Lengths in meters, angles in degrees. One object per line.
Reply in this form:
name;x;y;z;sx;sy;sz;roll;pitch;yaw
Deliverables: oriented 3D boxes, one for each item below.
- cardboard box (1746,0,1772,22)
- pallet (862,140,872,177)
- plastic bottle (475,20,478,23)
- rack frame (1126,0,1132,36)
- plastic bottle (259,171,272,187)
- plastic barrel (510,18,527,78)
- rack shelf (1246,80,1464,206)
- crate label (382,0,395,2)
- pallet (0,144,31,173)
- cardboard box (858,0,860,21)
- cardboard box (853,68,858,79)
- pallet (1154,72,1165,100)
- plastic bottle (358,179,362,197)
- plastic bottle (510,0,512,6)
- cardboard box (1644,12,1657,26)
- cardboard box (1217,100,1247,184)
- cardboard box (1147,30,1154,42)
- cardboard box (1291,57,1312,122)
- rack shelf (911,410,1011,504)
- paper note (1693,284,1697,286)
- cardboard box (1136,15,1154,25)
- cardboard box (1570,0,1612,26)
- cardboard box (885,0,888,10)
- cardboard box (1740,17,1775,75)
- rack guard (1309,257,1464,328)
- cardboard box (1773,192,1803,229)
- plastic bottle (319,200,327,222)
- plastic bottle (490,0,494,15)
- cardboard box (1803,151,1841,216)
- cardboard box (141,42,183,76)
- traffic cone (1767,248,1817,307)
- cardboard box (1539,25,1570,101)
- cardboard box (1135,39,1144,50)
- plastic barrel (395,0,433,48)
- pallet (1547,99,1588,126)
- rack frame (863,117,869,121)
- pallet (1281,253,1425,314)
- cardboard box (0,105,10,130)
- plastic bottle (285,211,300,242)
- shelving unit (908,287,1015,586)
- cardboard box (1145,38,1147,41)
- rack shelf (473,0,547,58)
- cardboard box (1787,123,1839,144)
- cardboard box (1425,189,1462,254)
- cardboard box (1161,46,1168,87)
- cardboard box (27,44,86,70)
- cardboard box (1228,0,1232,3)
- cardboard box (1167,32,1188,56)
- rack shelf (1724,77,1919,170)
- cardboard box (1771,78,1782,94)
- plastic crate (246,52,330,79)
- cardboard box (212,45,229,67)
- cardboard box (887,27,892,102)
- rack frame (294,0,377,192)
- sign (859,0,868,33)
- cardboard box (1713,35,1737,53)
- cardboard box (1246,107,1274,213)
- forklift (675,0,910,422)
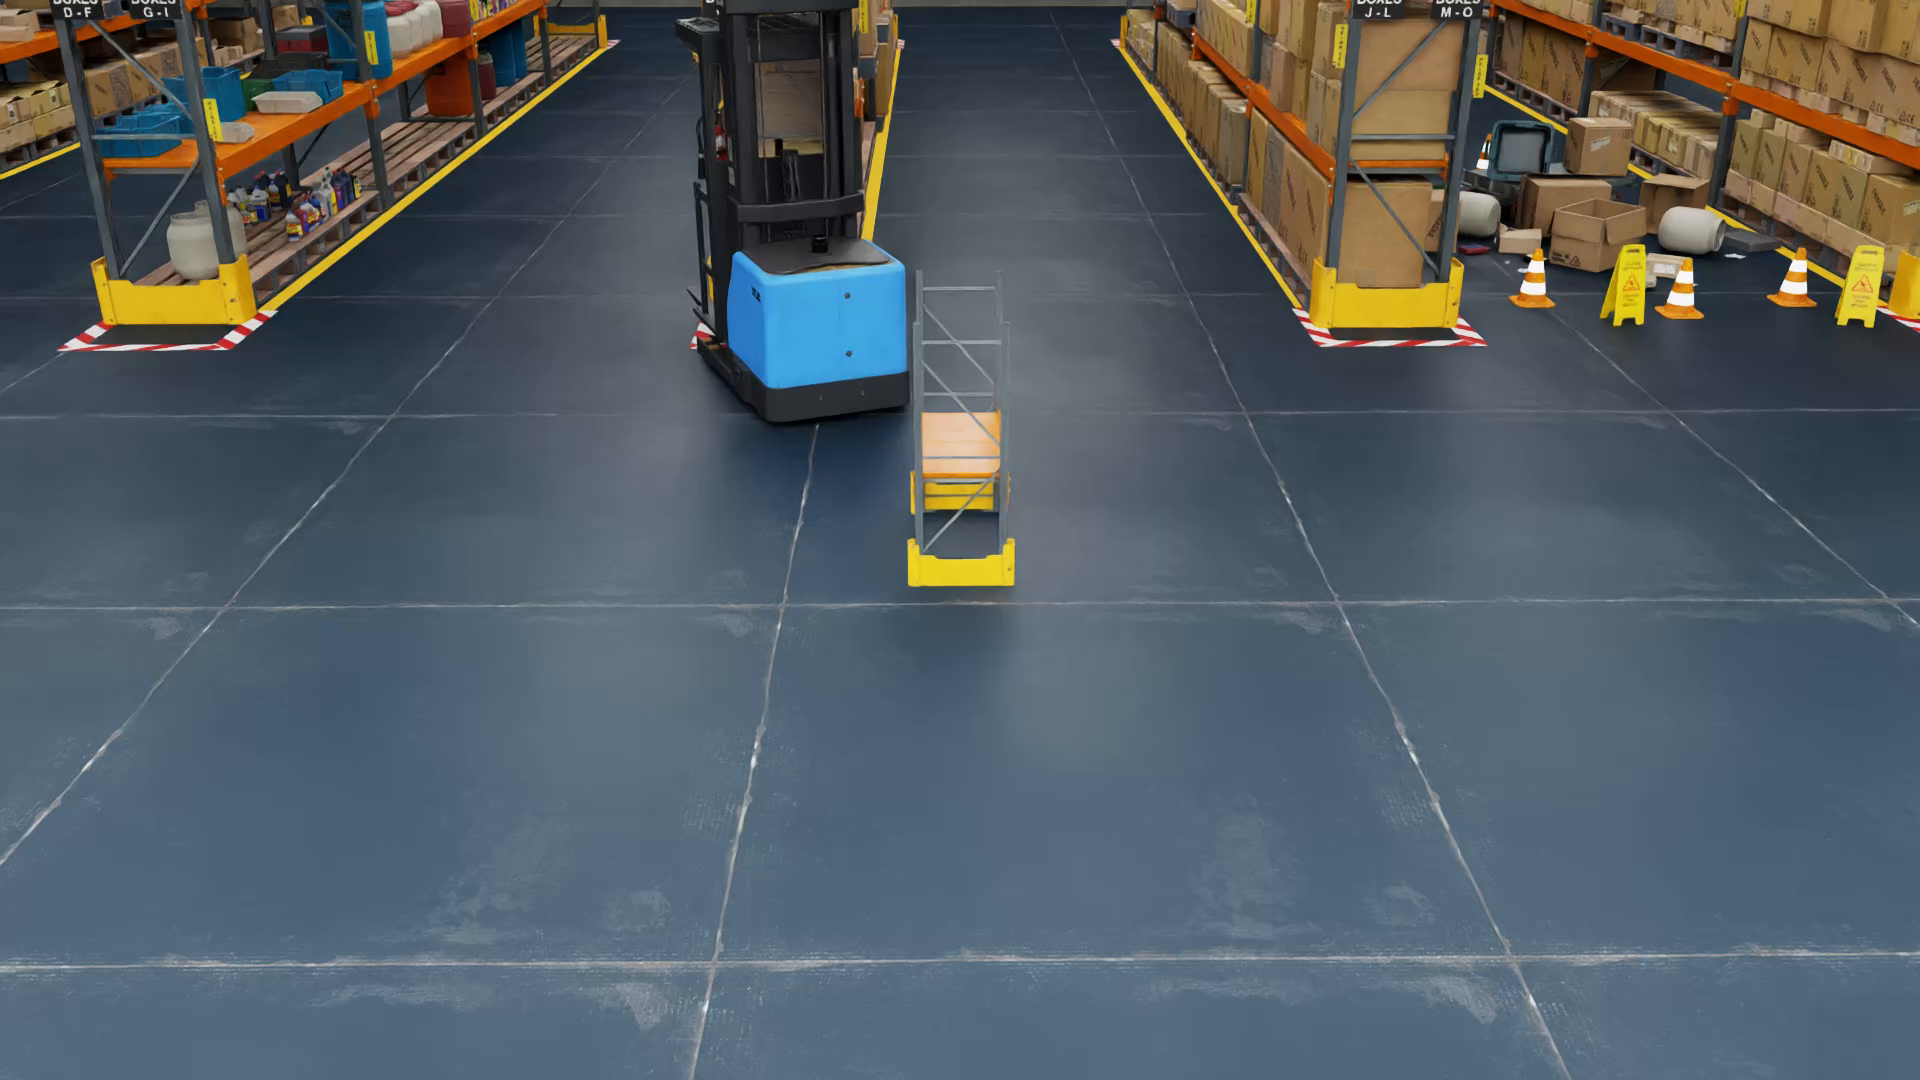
cardboard box;8.181;-5.346;16.235;0.700;0.500;0.500;-1;24;-1
pallet;-1.543;-4.402;19.226;1.003;0.211;1.213;0;24;-1
plastic bottle;-6.169;-6.651;21.056;0.097;0.201;0.097;0;24;0
rack frame;3.313;-9.773;27.718;1.000;3.000;0.127;0;24;-1
plastic bottle;-6.875;-3.484;16.494;0.144;0.351;0.185;0;24;1
plastic barrel;-6.568;-7.133;23.917;0.600;0.901;0.708;0;24;-1
rack shelf;3.466;-3.676;15.111;1.077;0.370;4.000;0;24;-1
crate label;-6.772;-6.079;19.508;0.502;0.435;0.616;0;24;-1
pallet;-11.486;-4.341;19.093;1.003;0.211;1.213;0;24;-1
cardboard box;-1.236;-5.300;16.133;0.500;0.500;0.500;0;24;-1
cardboard box;-1.220;-4.646;16.687;0.380;0.149;0.250;0;24;-1
pallet;3.367;-6.533;23.939;1.003;0.211;1.213;0;24;-1
plastic bottle;-6.154;-3.603;16.937;0.097;0.201;0.097;0;24;0
plastic bottle;-6.189;-7.409;22.732;0.097;0.201;0.097;0;24;0
cardboard box;8.156;-6.040;19.261;0.380;0.149;0.250;1;24;3
cardboard box;3.348;-4.250;17.727;1.050;0.750;0.750;0;24;-1
cardboard box;3.041;-7.641;25.233;0.380;0.149;0.250;0;24;-1
cardboard box;3.483;-4.077;14.942;0.875;0.550;0.500;0;24;-1
rack shelf;0.001;-0.484;9.437;0.538;0.185;1.000;0;24;-1
paper note;6.436;-2.272;14.735;0.148;0.019;0.142;-9;26;-19
cardboard box;3.063;-8.400;26.910;0.380;0.149;0.250;-1;24;-3
cardboard box;8.084;-6.679;21.060;0.500;0.250;0.500;-1;24;-2
cardboard box;-1.531;-7.640;25.070;0.875;0.875;0.875;0;24;-1
cardboard box;8.119;-4.891;16.441;0.500;0.500;0.500;0;24;-1
rack guard;3.488;-2.031;13.634;1.175;0.500;0.348;0;24;-1
cardboard box;8.155;-3.148;15.897;0.500;0.250;0.500;-1;24;-1
plastic bottle;-6.142;-3.159;15.956;0.097;0.201;0.097;0;24;0
plastic bottle;-6.178;-7.023;21.795;0.097;0.271;0.097;0;24;0
cardboard box;8.159;-3.276;15.270;0.500;0.500;0.500;-1;24;-2
cardboard box;-11.221;-6.757;23.549;0.500;0.500;0.500;0;24;0
traffic cone;7.142;-2.259;14.184;0.336;0.463;0.334;0;24;-1
cardboard box;8.419;-6.416;22.365;0.875;0.875;0.875;0;24;0
cardboard box;3.000;-7.925;26.581;0.380;0.149;0.250;-1;24;-3
plastic barrel;-6.283;-5.928;19.081;0.421;0.512;0.421;0;24;0
pallet;8.416;-5.595;21.864;1.003;0.211;1.213;0;24;-1
rack frame;-1.557;-6.496;20.472;0.949;2.616;0.053;0;24;-1
pallet;3.401;-2.238;14.443;1.003;0.211;1.213;0;24;-1
cardboard box;-11.196;-4.803;18.877;0.500;0.311;0.500;0;24;1
plastic bottle;-6.134;-2.883;15.261;0.097;0.271;0.097;0;24;0
shelving unit;0.001;-0.652;9.371;0.587;1.500;1.083;0;24;-1
cardboard box;3.073;-7.711;25.749;0.380;0.149;0.250;0;24;1
rack shelf;-6.535;-6.970;22.393;1.077;0.370;4.000;0;24;-1
cardboard box;8.084;-3.849;15.750;0.380;0.149;0.250;1;24;2
cardboard box;4.487;-3.055;15.896;0.500;0.500;0.500;4;25;9
cardboard box;3.107;-6.653;23.345;0.500;0.500;0.500;1;24;2
cardboard box;-11.716;-6.263;21.548;0.500;0.250;0.500;1;24;1
cardboard box;3.410;-6.373;18.866;0.700;0.500;0.500;-1;24;-1
cardboard box;3.110;-6.783;22.722;0.500;0.250;0.500;1;24;1
rack shelf;8.415;-3.740;15.252;1.077;0.370;4.000;0;24;-1
cardboard box;8.164;-4.433;16.217;0.380;0.149;0.250;0;24;-1
plastic crate;-6.591;-4.581;16.313;0.767;0.338;0.504;0;24;-1
cardboard box;-11.298;-7.250;24.870;0.500;0.311;0.500;0;24;-1
cardboard box;-1.549;-6.371;22.265;1.225;0.875;0.875;0;24;0
rack frame;-6.466;-4.825;16.779;0.949;2.616;0.053;0;24;-1
sign;-0.974;-5.247;16.662;0.100;0.325;0.005;0;24;-1
cardboard box;8.111;-5.180;17.358;0.380;0.149;0.250;0;24;0
cardboard box;3.381;-3.792;16.563;0.875;0.875;0.875;0;24;0
forklift;-1.387;-2.718;12.203;1.130;2.935;3.031;-10;26;-20
